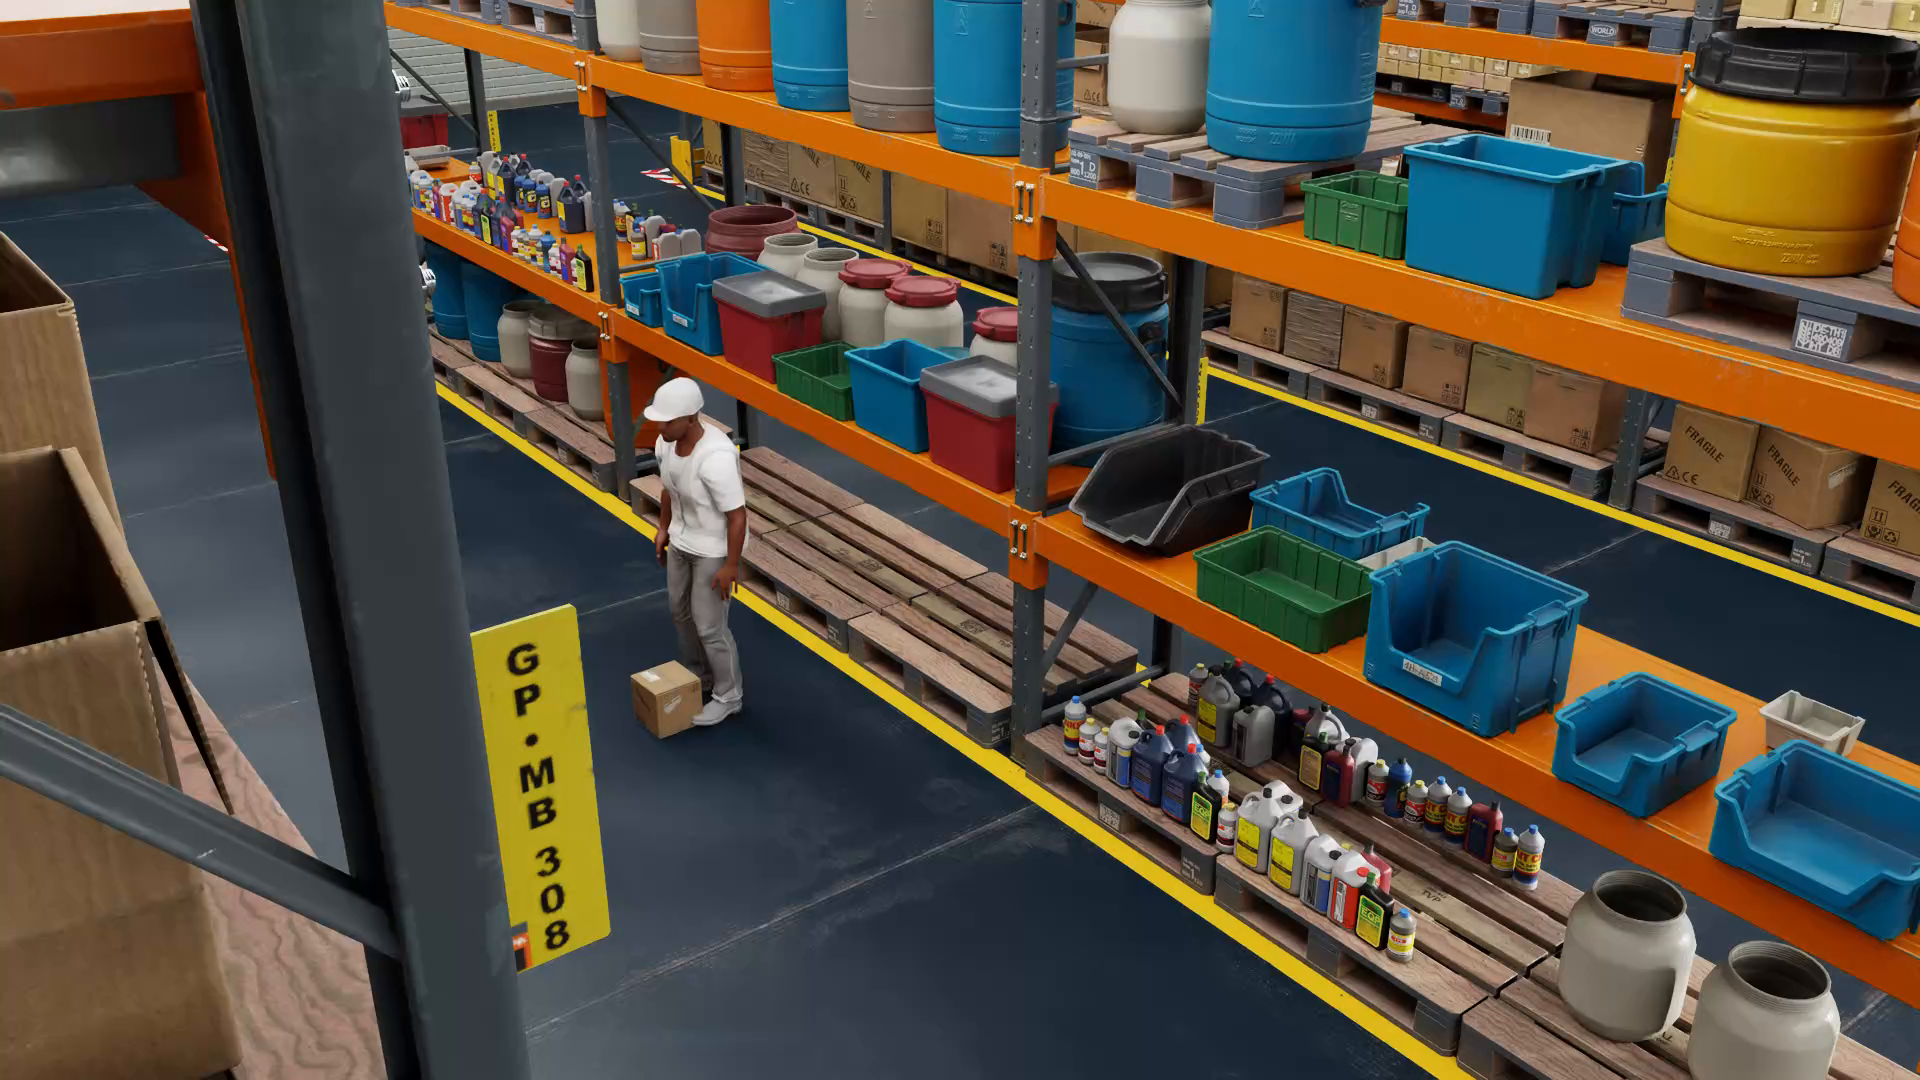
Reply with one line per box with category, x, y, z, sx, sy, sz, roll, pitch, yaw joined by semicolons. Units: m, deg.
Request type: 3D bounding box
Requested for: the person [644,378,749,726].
person;-1.263;0.040;7.998;0.461;1.759;0.631;-20;31;-37
